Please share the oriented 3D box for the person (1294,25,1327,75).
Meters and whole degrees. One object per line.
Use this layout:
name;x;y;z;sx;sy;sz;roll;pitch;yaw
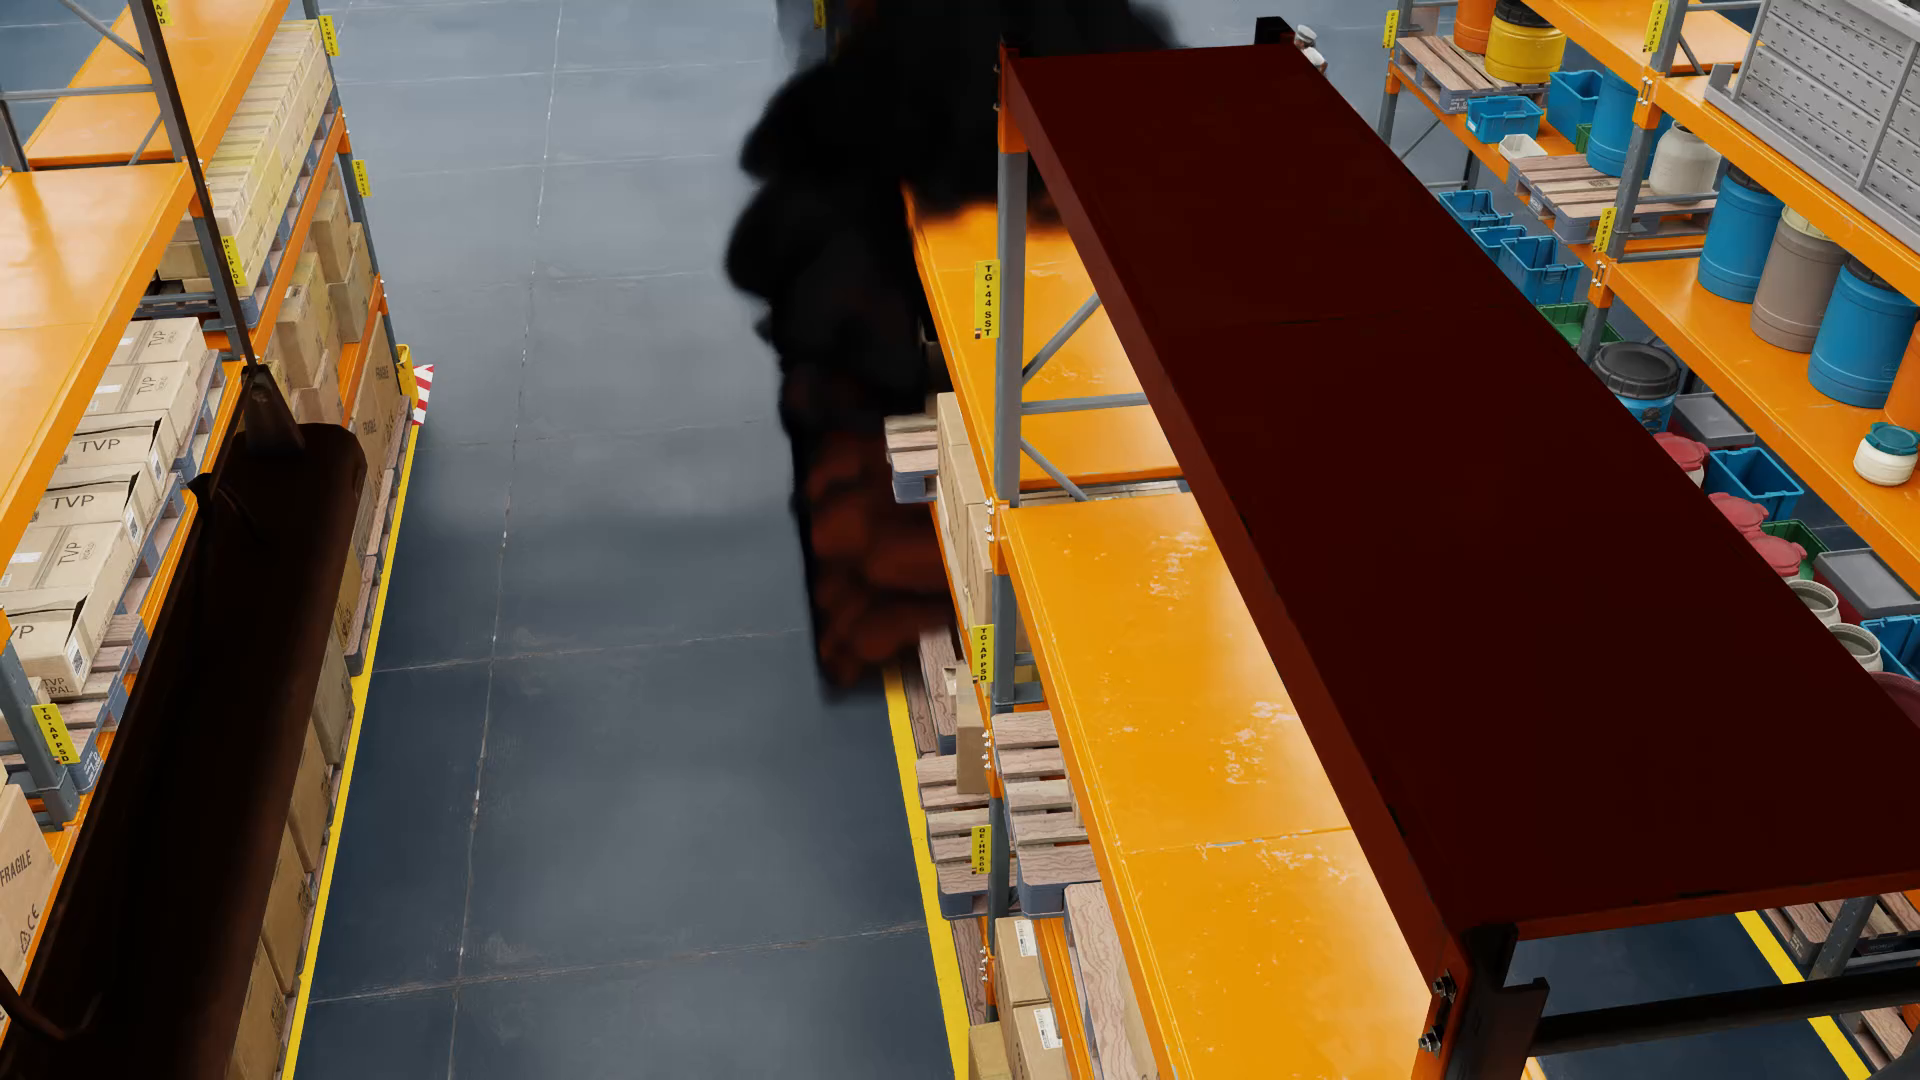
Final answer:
person;3.840;-4.942;18.712;0.933;1.697;0.567;10;37;13
